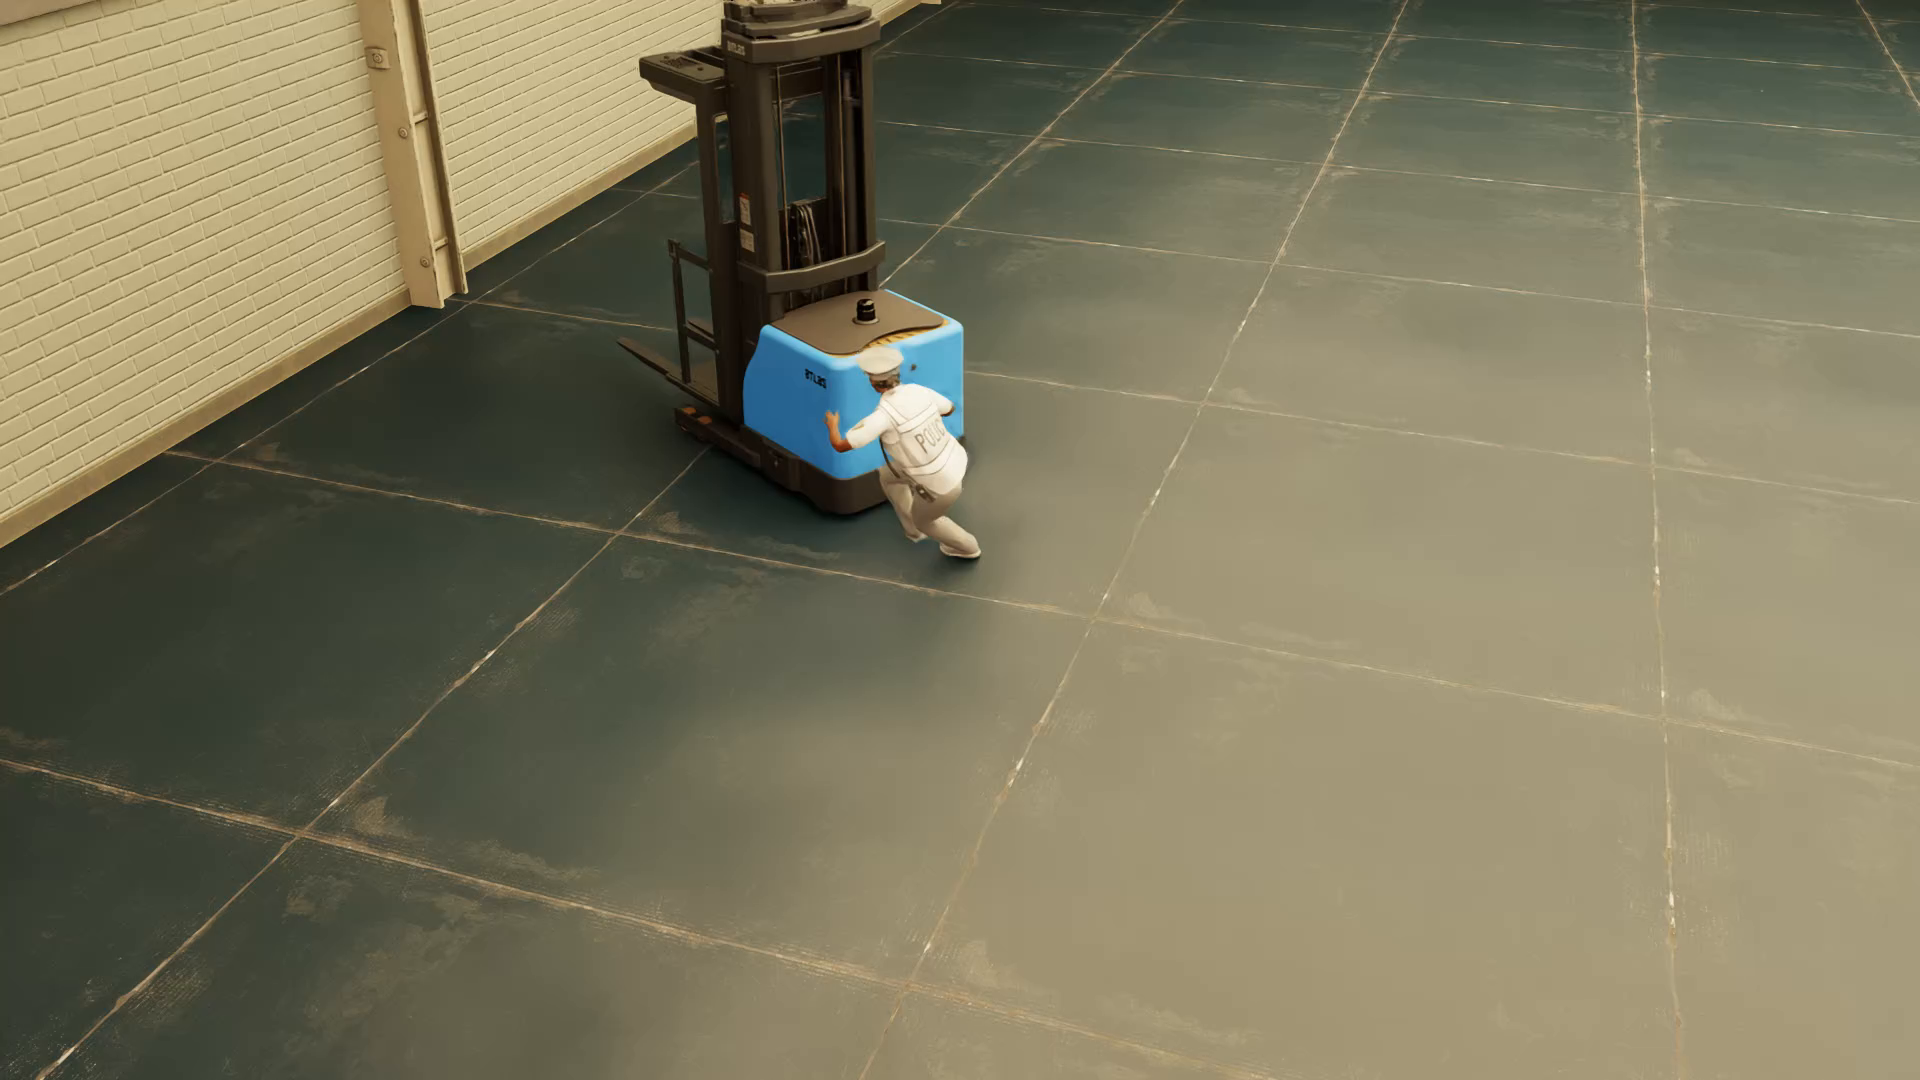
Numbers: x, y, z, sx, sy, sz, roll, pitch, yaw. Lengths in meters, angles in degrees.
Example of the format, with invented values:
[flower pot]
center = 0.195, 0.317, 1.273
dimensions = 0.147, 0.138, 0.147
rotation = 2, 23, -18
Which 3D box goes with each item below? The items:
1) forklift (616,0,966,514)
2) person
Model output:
[forklift]
center = -1.298, -2.088, 10.799
dimensions = 1.130, 2.935, 3.031
rotation = -23, 37, -34
[person]
center = -0.323, -0.443, 9.451
dimensions = 0.848, 1.432, 0.899
rotation = 11, 31, 18
